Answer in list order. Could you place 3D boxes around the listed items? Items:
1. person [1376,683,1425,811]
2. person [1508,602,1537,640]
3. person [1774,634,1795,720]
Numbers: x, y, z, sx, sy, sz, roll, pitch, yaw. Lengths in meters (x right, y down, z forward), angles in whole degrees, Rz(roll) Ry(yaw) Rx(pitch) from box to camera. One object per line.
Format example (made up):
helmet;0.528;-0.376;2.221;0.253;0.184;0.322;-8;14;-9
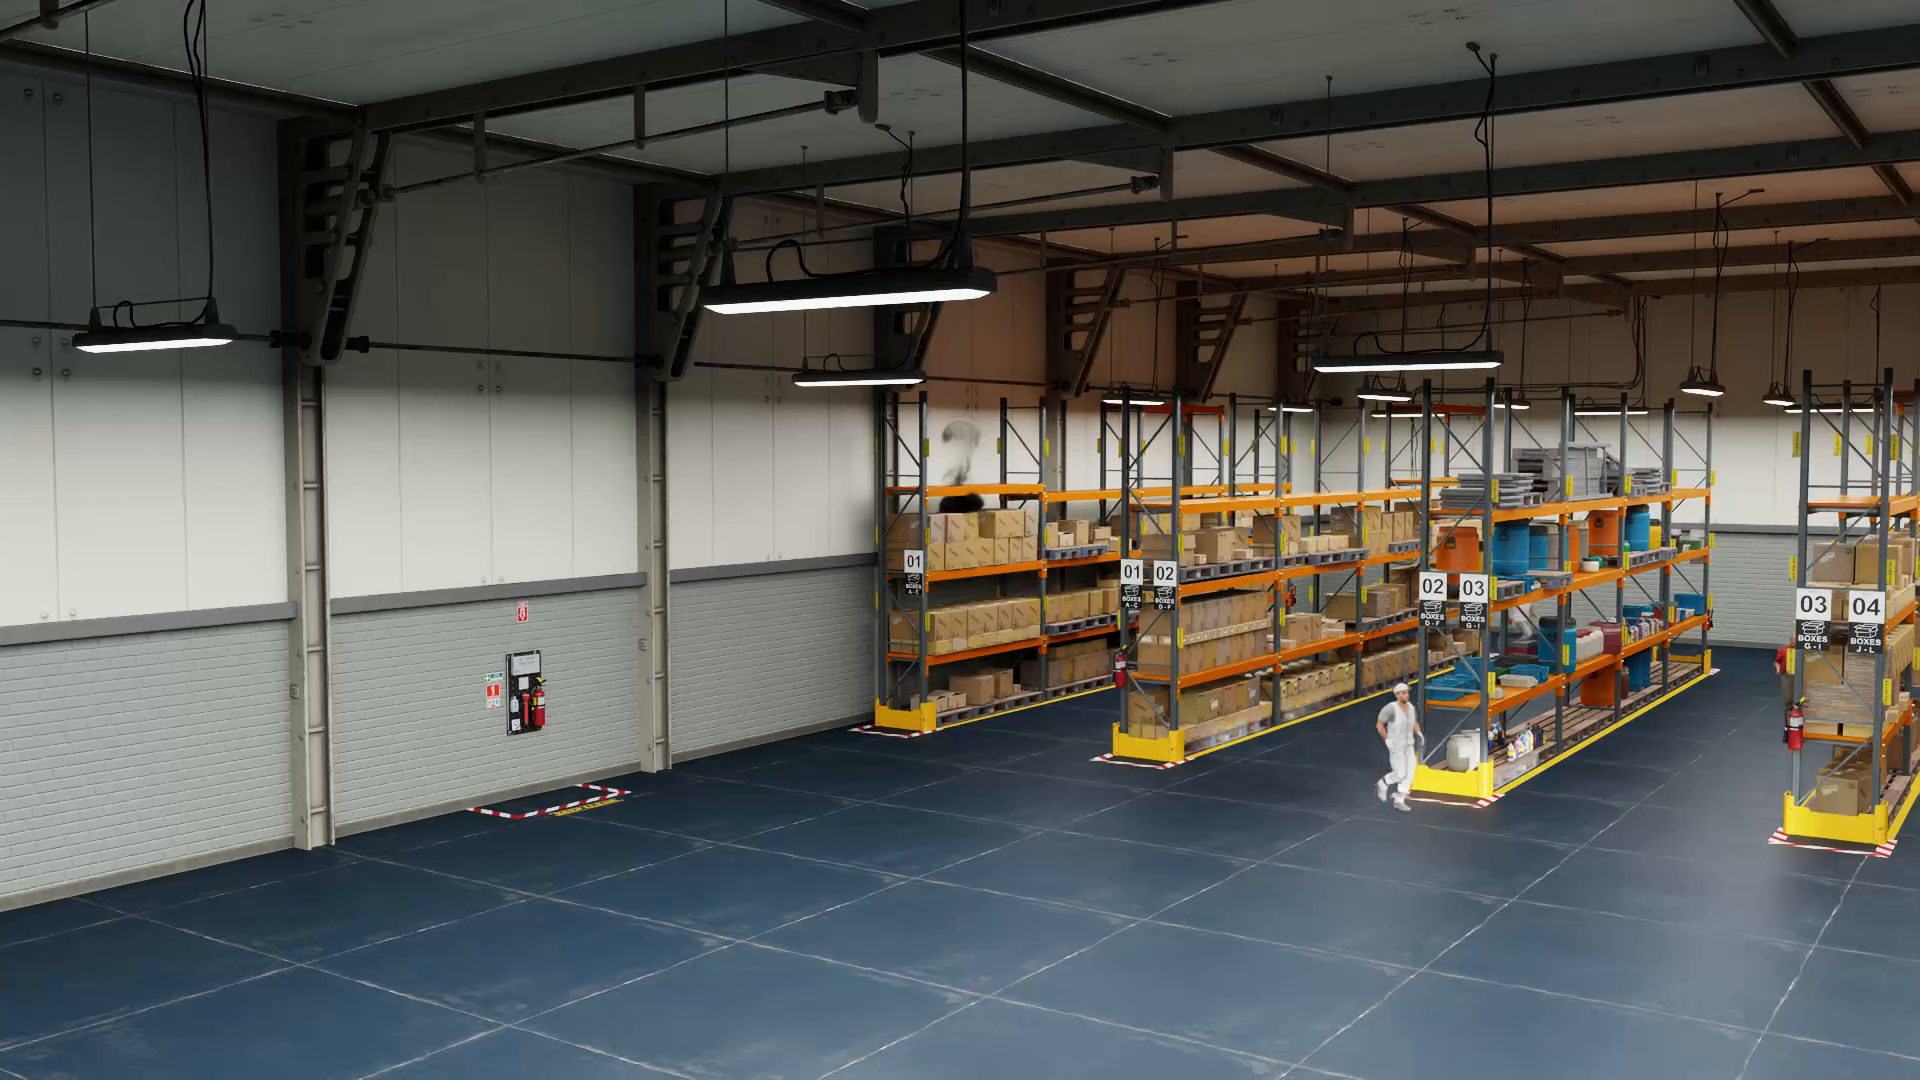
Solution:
person;6.094;2.850;23.079;0.678;1.756;0.593;-2;4;-25
person;13.462;1.927;39.876;0.767;1.728;0.587;-2;4;-29
person;14.886;2.507;29.662;0.652;1.709;0.893;2;4;32
